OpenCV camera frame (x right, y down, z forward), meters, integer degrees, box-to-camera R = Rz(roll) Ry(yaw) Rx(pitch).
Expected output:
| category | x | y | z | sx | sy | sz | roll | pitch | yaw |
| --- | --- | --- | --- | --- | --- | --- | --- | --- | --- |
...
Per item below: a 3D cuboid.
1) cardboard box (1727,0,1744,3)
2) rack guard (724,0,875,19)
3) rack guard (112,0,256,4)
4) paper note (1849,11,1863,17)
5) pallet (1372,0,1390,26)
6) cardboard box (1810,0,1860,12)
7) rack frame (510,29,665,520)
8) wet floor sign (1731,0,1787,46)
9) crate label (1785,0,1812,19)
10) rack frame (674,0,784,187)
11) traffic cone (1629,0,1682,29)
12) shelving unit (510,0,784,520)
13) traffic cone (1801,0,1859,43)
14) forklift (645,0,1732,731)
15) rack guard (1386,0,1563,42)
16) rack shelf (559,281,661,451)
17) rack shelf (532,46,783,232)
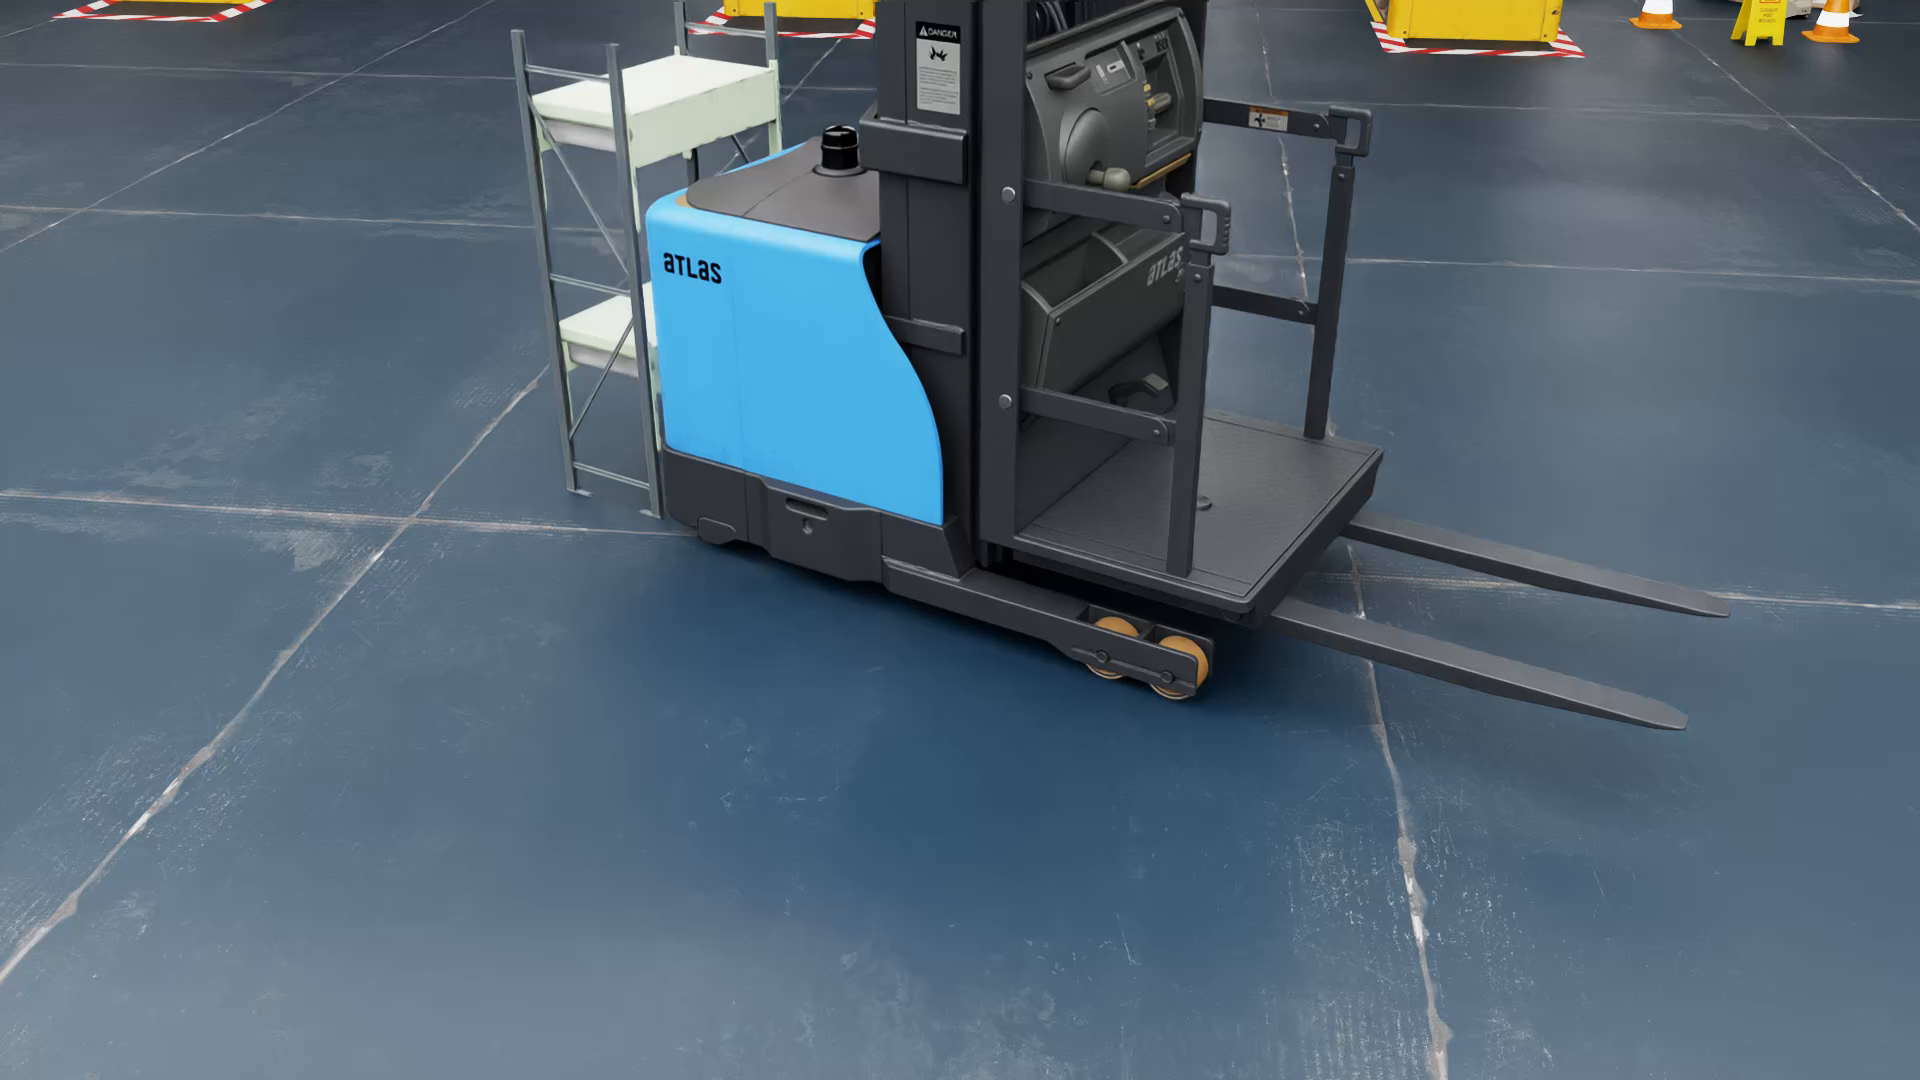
| category | x | y | z | sx | sy | sz | roll | pitch | yaw |
| --- | --- | --- | --- | --- | --- | --- | --- | --- | --- |
| cardboard box | 6.323 | -4.621 | 13.297 | 0.797 | 0.503 | 0.637 | -17 | 33 | -29 |
| rack guard | -1.206 | -4.257 | 12.625 | 1.175 | 0.500 | 0.348 | 3 | 28 | 6 |
| rack guard | -6.168 | -4.548 | 13.165 | 1.175 | 0.500 | 0.348 | 3 | 28 | 6 |
| paper note | 6.760 | -4.000 | 12.642 | 0.148 | 0.019 | 0.142 | -6 | 29 | -11 |
| pallet | 3.715 | -4.139 | 12.711 | 1.003 | 0.211 | 1.213 | 3 | 28 | 6 |
| cardboard box | 6.776 | -4.225 | 12.936 | 0.380 | 0.149 | 0.250 | 20 | 34 | 32 |
| rack frame | -1.133 | -0.778 | 5.112 | 0.400 | 1.500 | 0.023 | 16 | 32 | 27 |
| wet floor sign | 5.657 | -3.821 | 11.662 | 0.267 | 0.644 | 0.232 | -1 | 28 | -3 |
| crate label | 6.284 | -4.041 | 12.607 | 0.250 | 0.136 | 0.298 | -11 | 30 | -20 |
| rack frame | -0.754 | -1.075 | 5.664 | 0.400 | 1.500 | 0.023 | 16 | 32 | 27 |
| traffic cone | 5.169 | -4.037 | 12.255 | 0.336 | 0.463 | 0.334 | 3 | 28 | 6 |
| shelving unit | -0.944 | -0.926 | 5.388 | 0.431 | 1.500 | 0.755 | 16 | 32 | 27 |
| traffic cone | 6.249 | -3.811 | 11.836 | 0.336 | 0.463 | 0.334 | 3 | 28 | 6 |
| forklift | 0.598 | -1.151 | 4.297 | 3.031 | 2.935 | 1.130 | 16 | 32 | 27 |
| rack guard | 3.692 | -3.874 | 11.915 | 1.175 | 0.500 | 0.348 | 3 | 28 | 6 |
| rack shelf | -0.944 | -0.639 | 5.542 | 0.431 | 0.370 | 0.720 | 16 | 32 | 27 |
| rack shelf | -0.944 | -1.270 | 5.203 | 0.431 | 0.370 | 0.720 | 16 | 32 | 27 |
